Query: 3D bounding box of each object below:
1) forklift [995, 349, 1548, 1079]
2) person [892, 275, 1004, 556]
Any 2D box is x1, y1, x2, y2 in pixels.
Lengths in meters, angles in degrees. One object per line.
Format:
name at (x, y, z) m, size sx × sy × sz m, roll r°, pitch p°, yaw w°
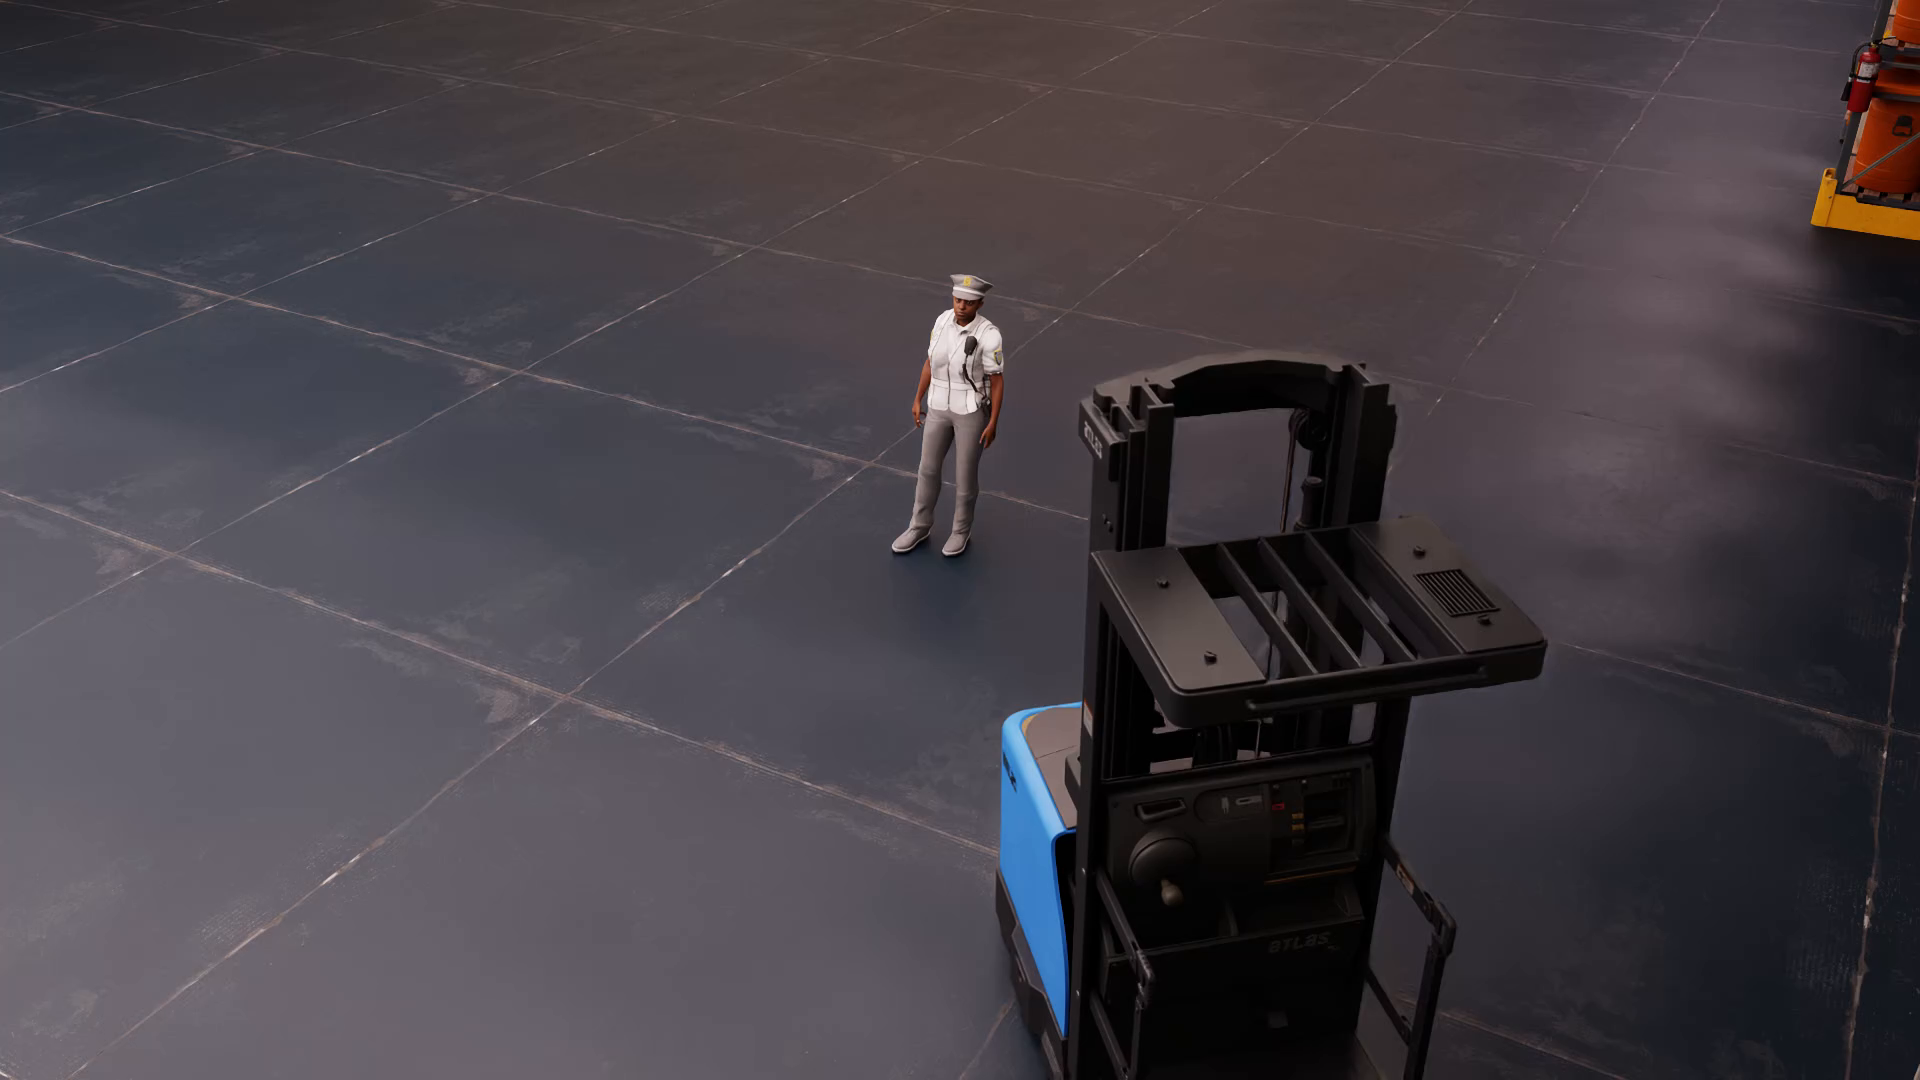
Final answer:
forklift at (0.987, 1.011, 5.319) m, size 1.130 × 2.935 × 3.031 m, roll -7°, pitch 31°, yaw -11°
person at (-0.053, -0.712, 9.527) m, size 0.570 × 1.697 × 0.528 m, roll 15°, pitch 33°, yaw 25°
